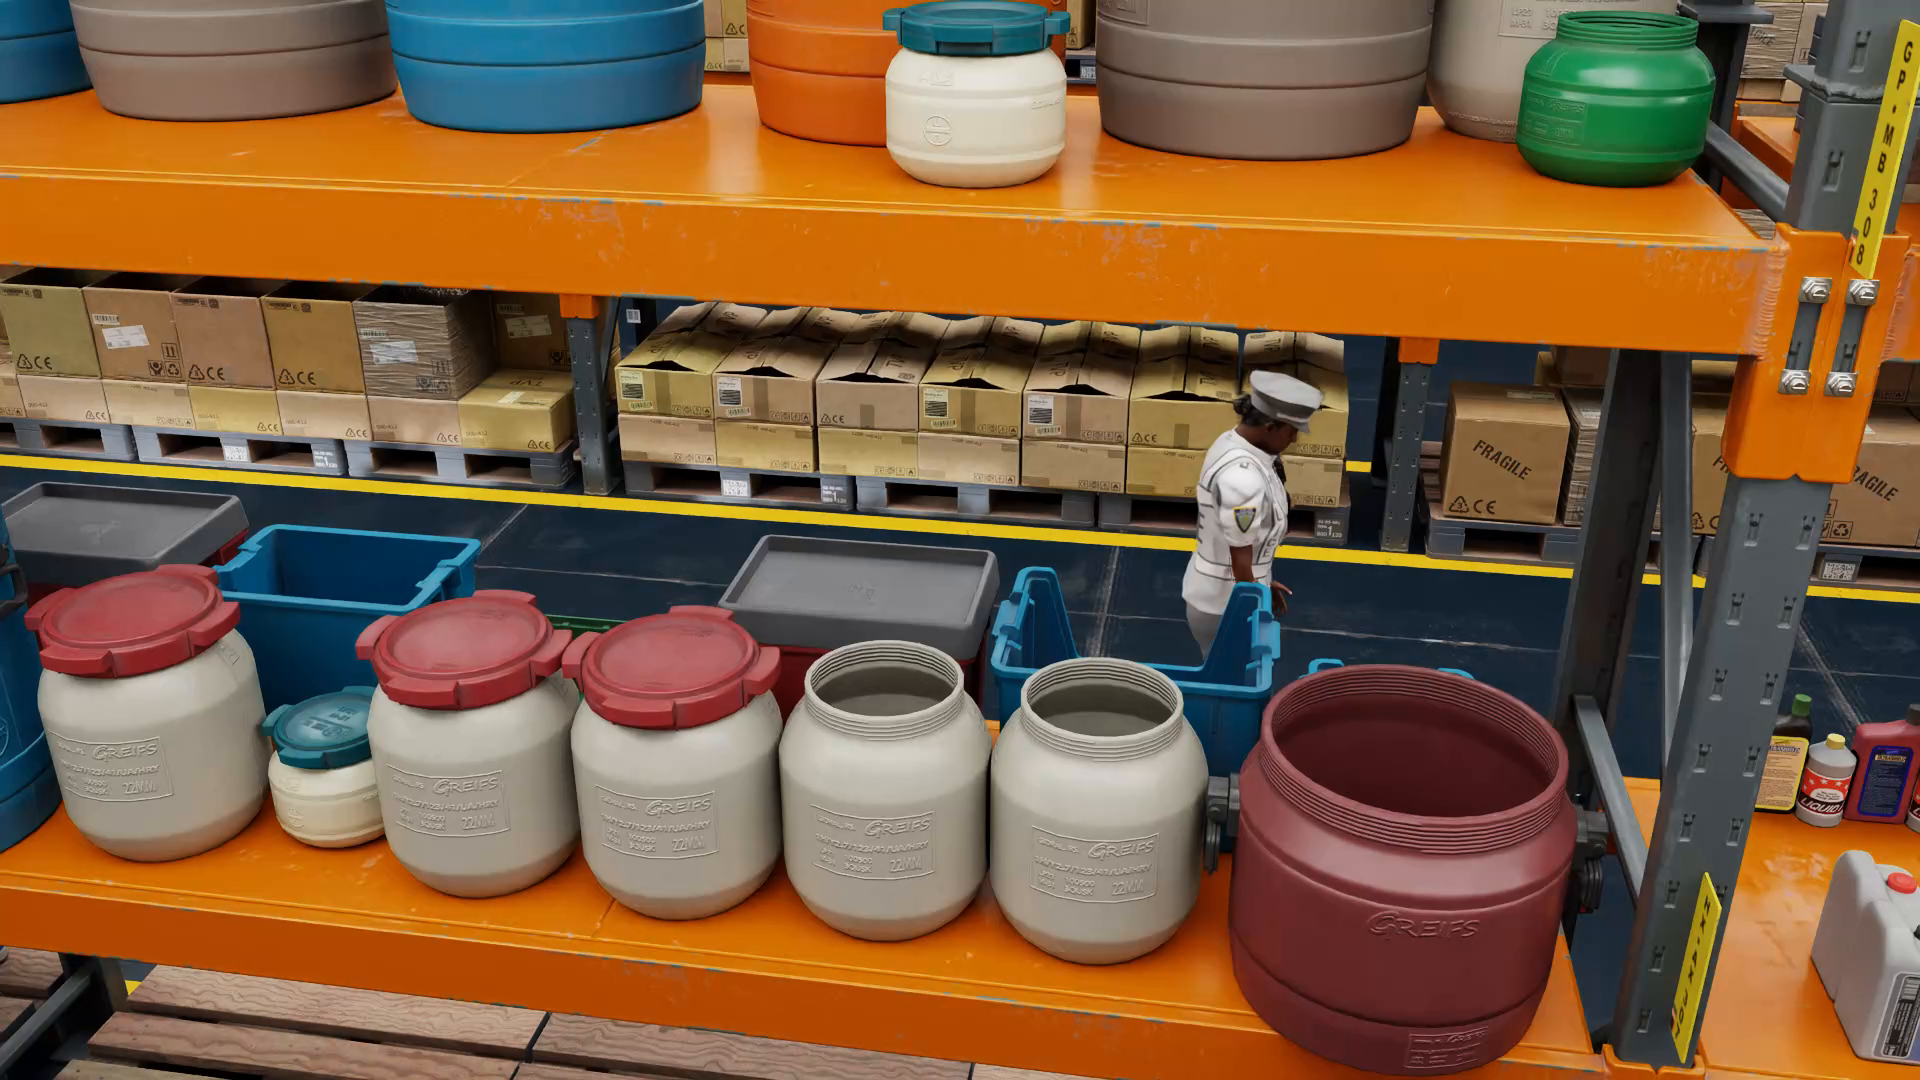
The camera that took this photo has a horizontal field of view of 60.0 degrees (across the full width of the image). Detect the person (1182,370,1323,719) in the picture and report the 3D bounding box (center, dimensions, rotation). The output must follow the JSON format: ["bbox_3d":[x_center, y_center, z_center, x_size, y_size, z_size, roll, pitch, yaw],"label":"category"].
[{"bbox_3d":[0.965,0.215,5.694,0.410,1.636,0.441,5,25,10],"label":"person"}]
